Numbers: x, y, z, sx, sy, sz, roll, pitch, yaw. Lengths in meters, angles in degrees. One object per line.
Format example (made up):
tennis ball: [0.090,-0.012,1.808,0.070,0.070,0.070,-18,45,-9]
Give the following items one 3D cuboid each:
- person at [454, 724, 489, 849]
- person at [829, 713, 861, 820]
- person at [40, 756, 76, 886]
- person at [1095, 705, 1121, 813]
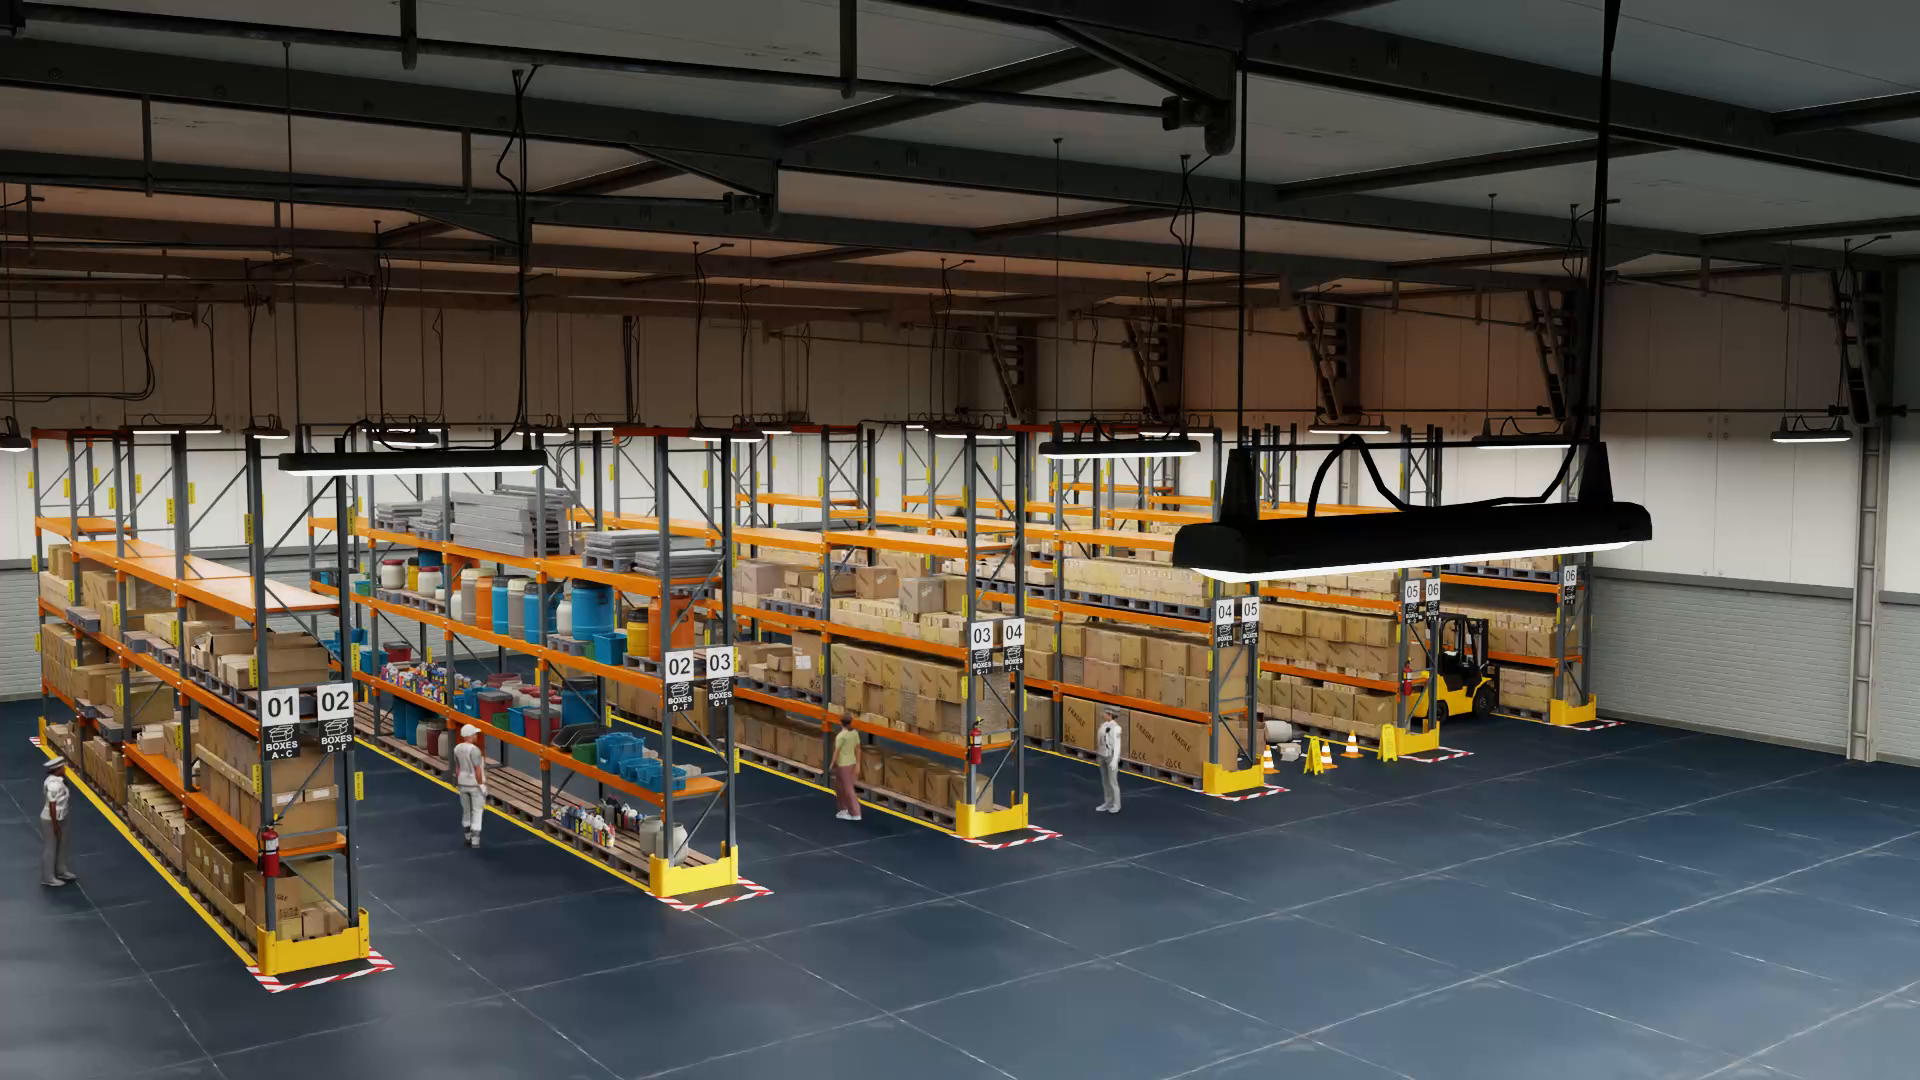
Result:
person: [-7.055,3.544,24.200,0.569,1.787,0.569,2,5,19]
person: [-1.764,3.508,25.578,0.531,1.718,0.474,1,5,17]
person: [-12.084,3.744,22.255,0.383,1.701,0.540,-1,5,-14]
person: [2.353,3.437,26.185,0.371,1.697,0.528,-3,5,-32]
